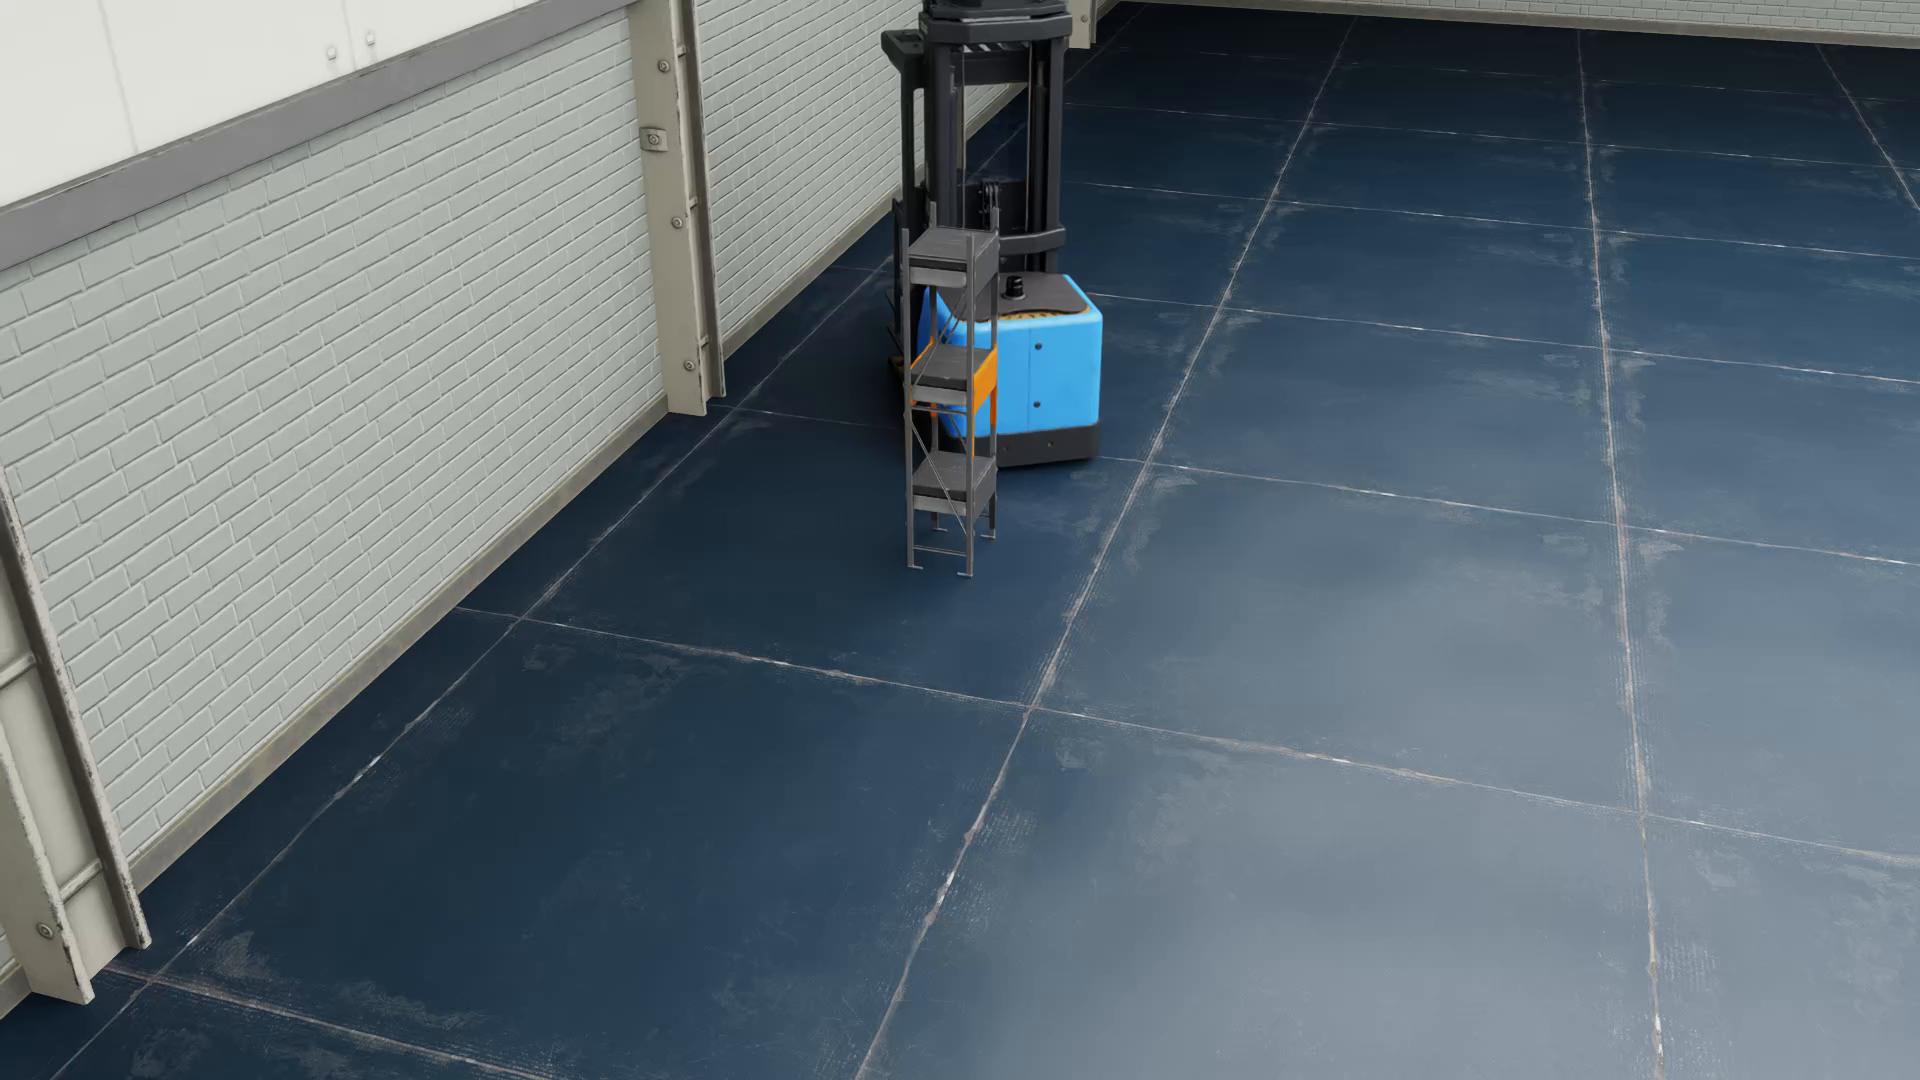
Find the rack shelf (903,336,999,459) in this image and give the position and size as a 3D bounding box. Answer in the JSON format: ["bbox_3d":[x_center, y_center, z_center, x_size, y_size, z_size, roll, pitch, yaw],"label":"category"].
[{"bbox_3d":[-0.049,-0.829,9.608,0.431,0.518,0.480,8,30,15],"label":"rack shelf"}]

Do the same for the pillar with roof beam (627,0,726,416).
[{"bbox_3d":[2.201,-4.313,8.746,9.100,9.000,0.400,8,30,15],"label":"pillar with roof beam"}]

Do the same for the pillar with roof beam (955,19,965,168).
[{"bbox_3d":[3.963,-7.101,13.758,9.100,9.000,0.400,8,30,15],"label":"pillar with roof beam"}]

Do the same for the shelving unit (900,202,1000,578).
[{"bbox_3d":[-0.049,-0.841,9.601,0.431,2.100,0.503,8,30,15],"label":"shelving unit"}]

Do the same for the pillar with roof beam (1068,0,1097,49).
[{"bbox_3d":[5.724,-9.889,18.770,9.100,9.000,0.400,8,30,15],"label":"pillar with roof beam"}]

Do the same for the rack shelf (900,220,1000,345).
[{"bbox_3d":[-0.049,-1.440,9.268,0.431,0.518,0.480,8,30,15],"label":"rack shelf"}]

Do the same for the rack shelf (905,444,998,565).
[{"bbox_3d":[-0.049,-0.217,9.948,0.431,0.518,0.480,8,30,15],"label":"rack shelf"}]

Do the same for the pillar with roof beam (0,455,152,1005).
[{"bbox_3d":[0.440,-1.524,3.733,9.100,9.000,0.400,8,30,15],"label":"pillar with roof beam"}]

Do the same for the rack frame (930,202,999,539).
[{"bbox_3d":[0.023,-0.954,9.805,0.400,2.100,0.015,8,30,15],"label":"rack frame"}]

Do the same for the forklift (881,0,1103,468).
[{"bbox_3d":[0.087,-2.431,11.604,1.130,2.935,3.031,-7,30,-12],"label":"forklift"}]

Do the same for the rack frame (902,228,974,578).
[{"bbox_3d":[-0.120,-0.727,9.397,0.400,2.100,0.015,8,30,15],"label":"rack frame"}]
